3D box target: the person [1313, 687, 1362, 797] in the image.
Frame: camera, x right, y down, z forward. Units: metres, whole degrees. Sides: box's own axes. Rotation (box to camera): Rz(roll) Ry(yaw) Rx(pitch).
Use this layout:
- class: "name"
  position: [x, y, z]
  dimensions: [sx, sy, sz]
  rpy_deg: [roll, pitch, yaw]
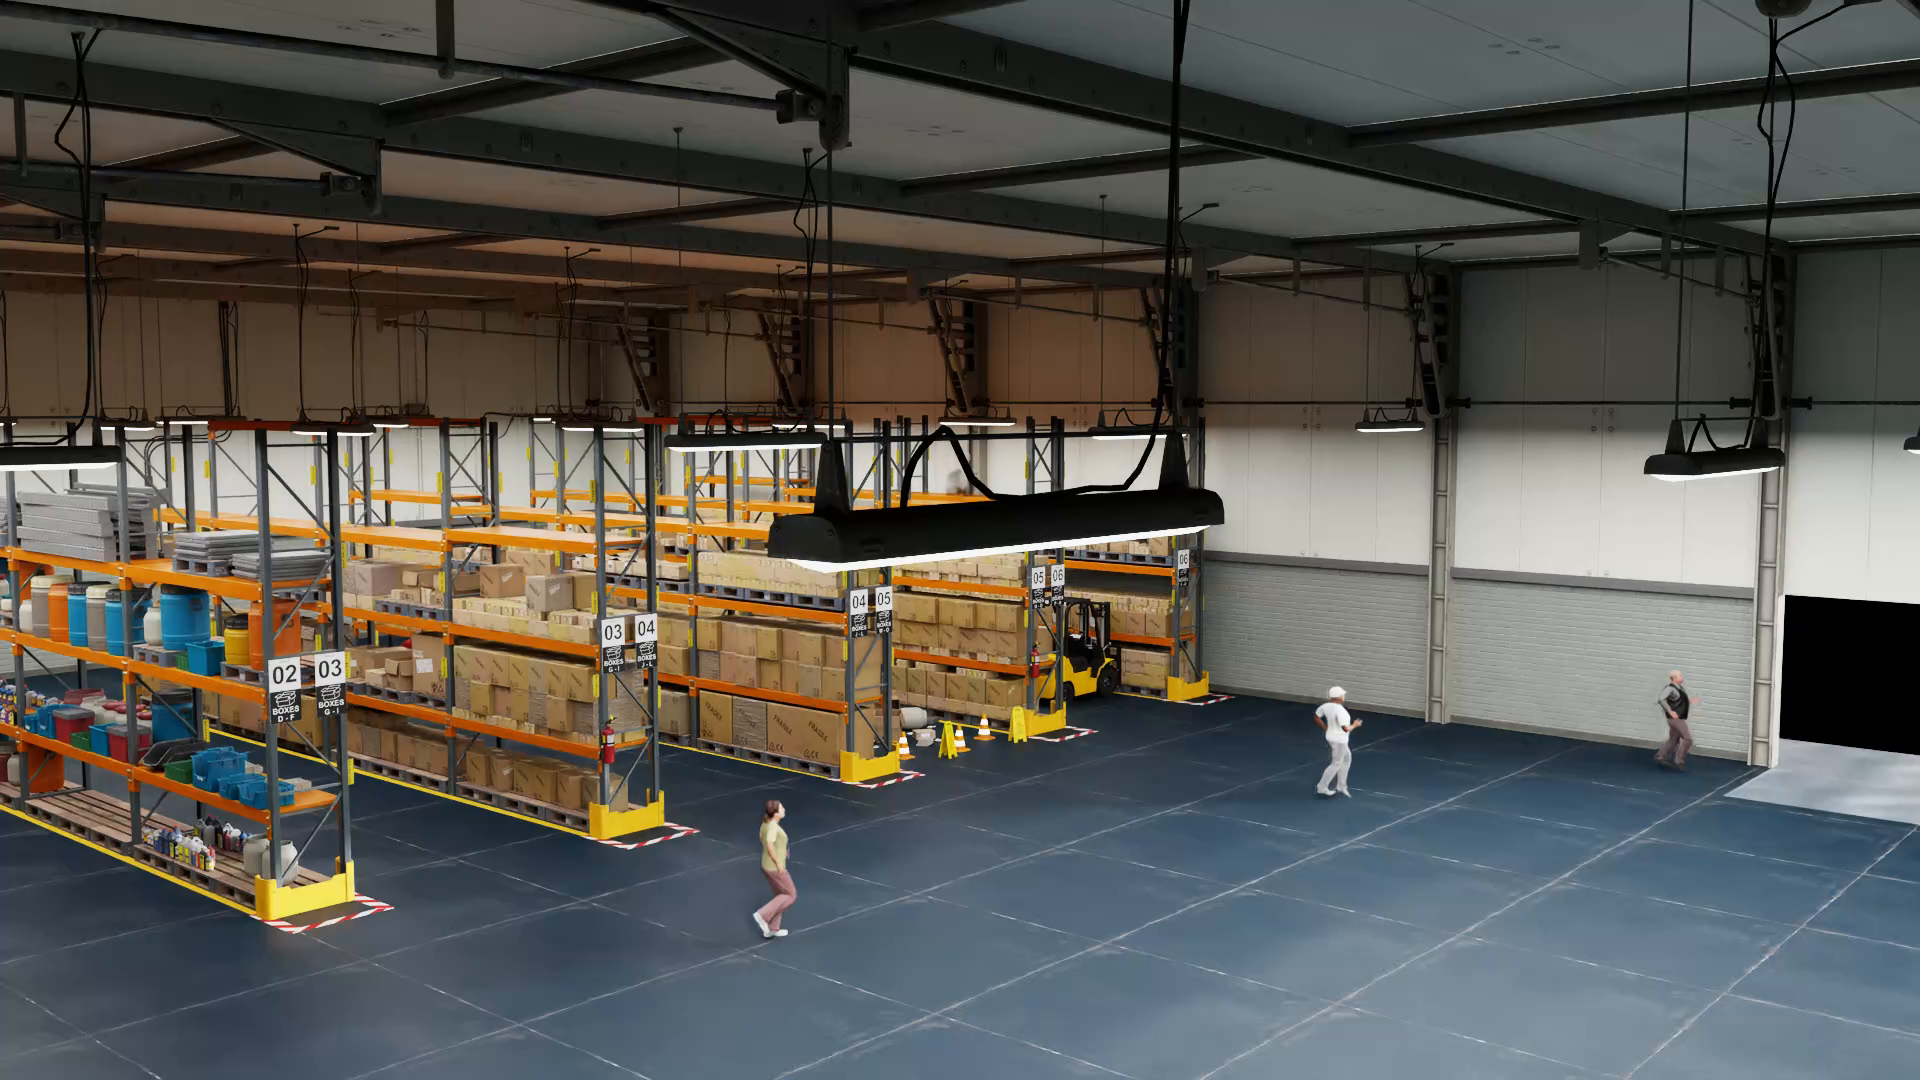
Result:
- class: "person"
  position: [6.037, 3.245, 26.555]
  dimensions: [0.717, 1.825, 0.674]
  rpy_deg: [-1, 5, -8]

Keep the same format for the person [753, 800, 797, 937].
- class: "person"
  position: [-2.222, 3.882, 19.683]
  dimensions: [0.540, 1.639, 0.594]
  rpy_deg: [-2, 5, -24]

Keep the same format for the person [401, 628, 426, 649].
- class: "person"
  position: [-11.161, 2.625, 34.389]
  dimensions: [0.663, 1.682, 0.659]
  rpy_deg: [3, 6, 34]

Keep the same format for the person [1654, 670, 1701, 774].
- class: "person"
  position: [12.296, 3.111, 28.509]
  dimensions: [0.715, 1.773, 0.633]
  rpy_deg: [3, 5, 30]
